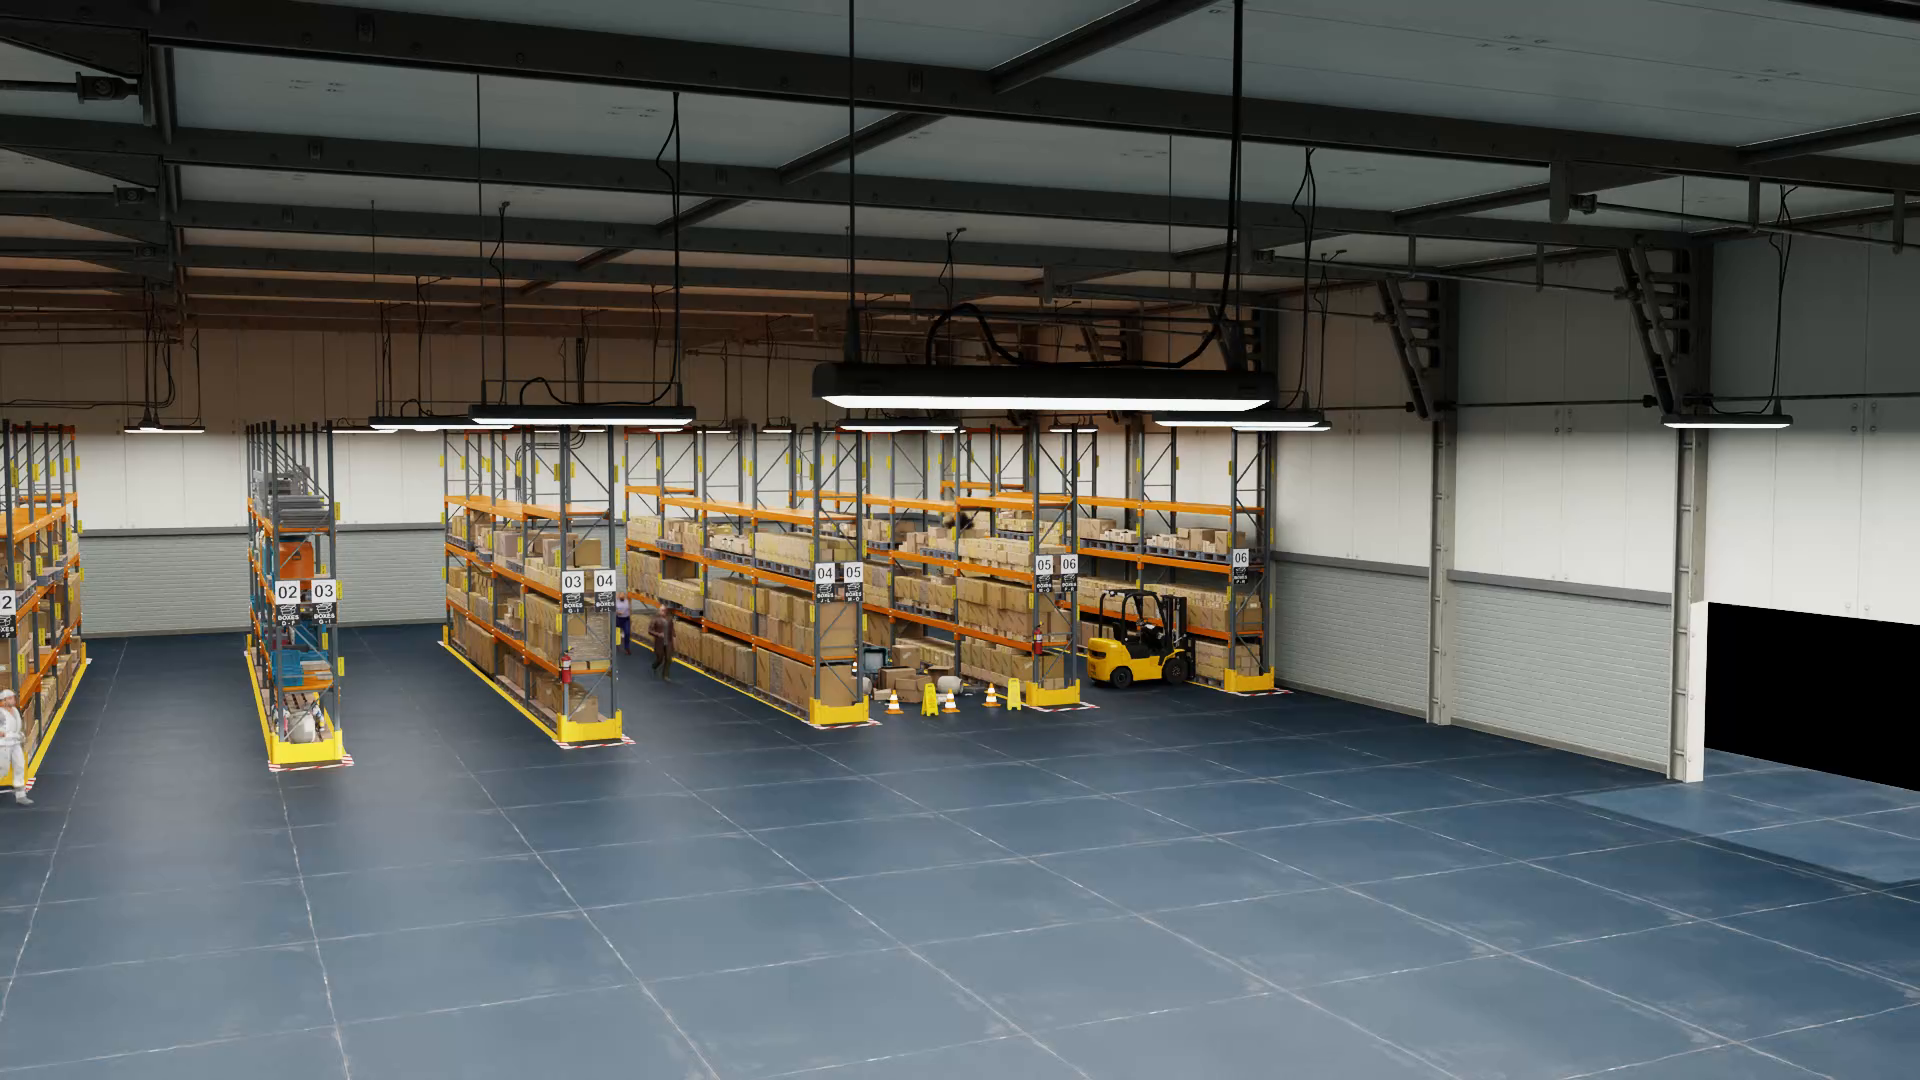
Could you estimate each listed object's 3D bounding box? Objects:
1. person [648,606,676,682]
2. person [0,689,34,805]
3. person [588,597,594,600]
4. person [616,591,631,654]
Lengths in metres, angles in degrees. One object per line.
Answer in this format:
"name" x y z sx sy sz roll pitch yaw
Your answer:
"person" -6.961 2.450 38.858 0.710 1.675 0.833 -2 4 -33
"person" -14.804 3.211 25.811 0.872 1.796 0.684 1 4 9
"person" -10.573 2.020 46.869 0.563 1.600 0.825 0 4 -4
"person" -8.863 2.150 43.644 0.612 1.634 0.894 -2 4 -29
